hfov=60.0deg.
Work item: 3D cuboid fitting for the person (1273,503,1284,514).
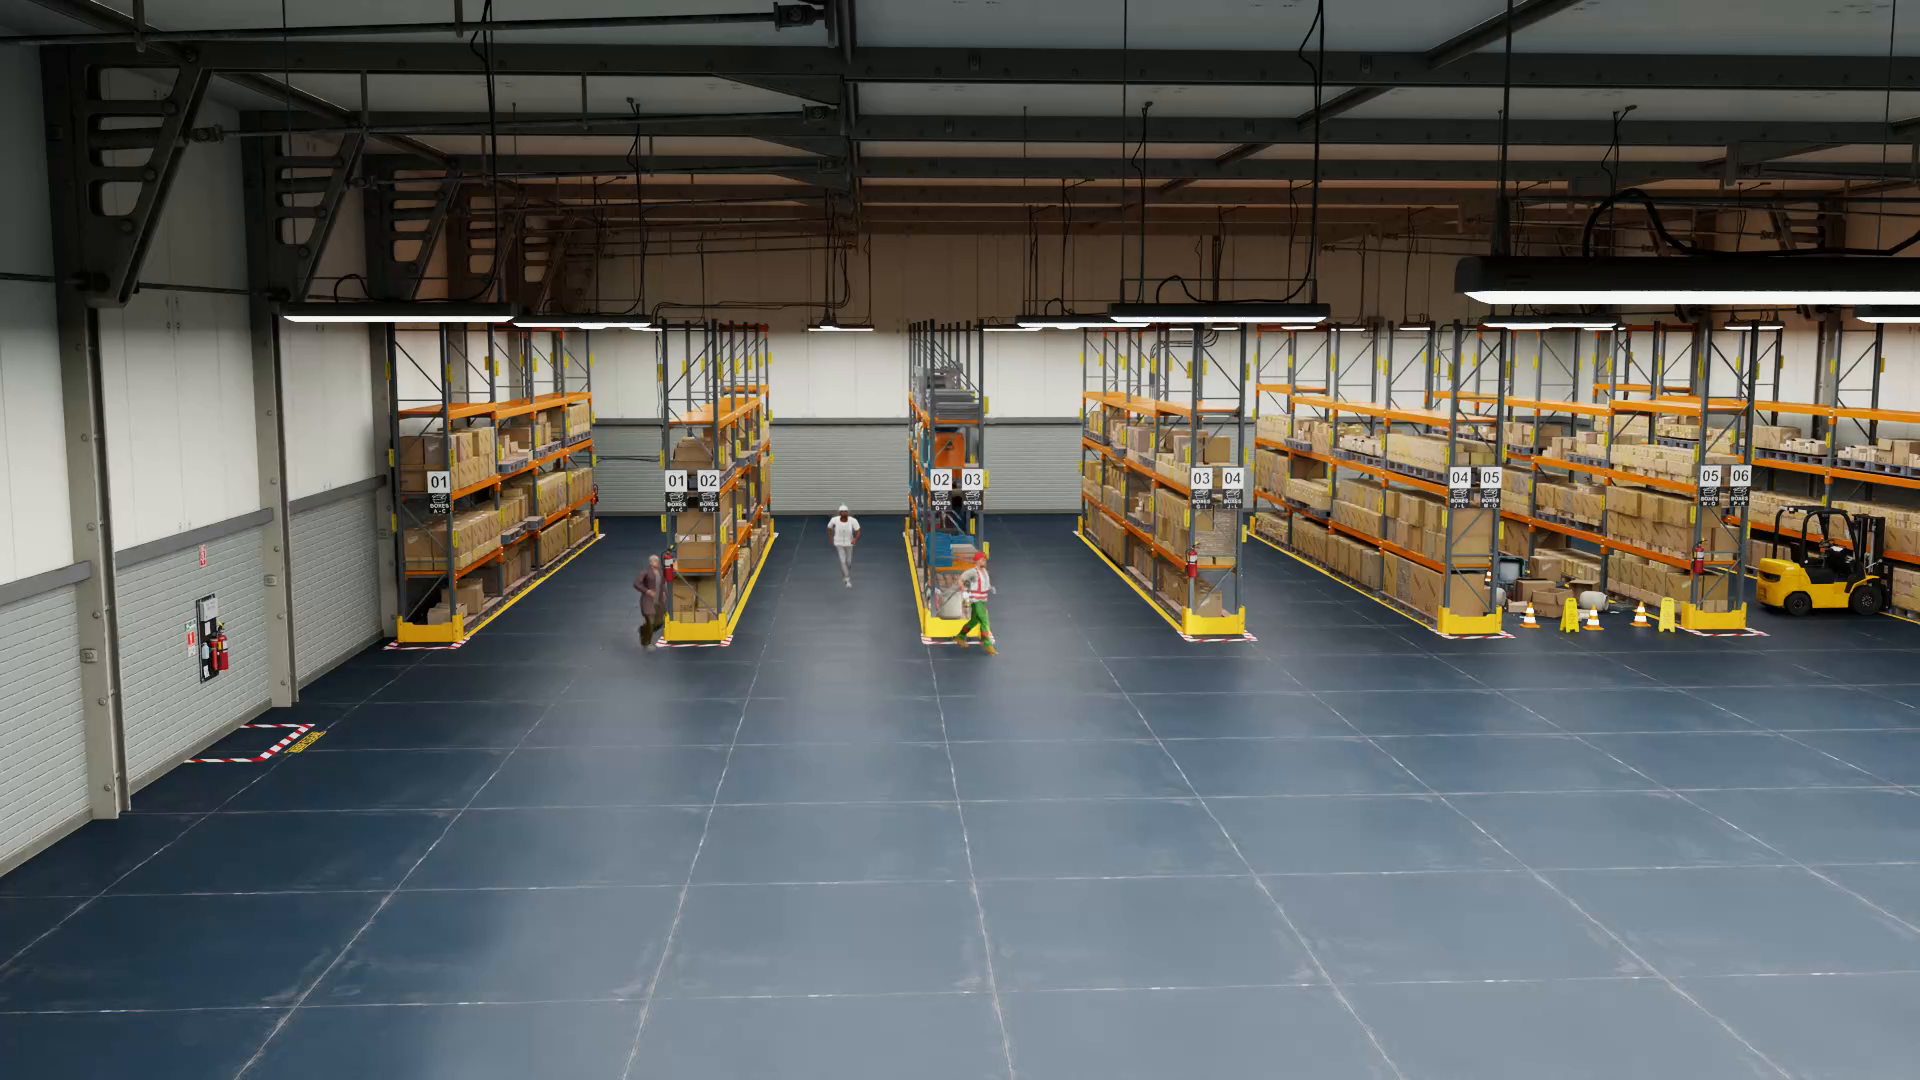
[{"bbox_3d":[9.506,-1.159,48.909,0.708,1.724,0.757,4,8,29],"label":"person"}]

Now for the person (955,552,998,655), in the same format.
[{"bbox_3d":[0.328,1.118,30.028,0.946,1.805,0.668,4,8,28],"label":"person"}]

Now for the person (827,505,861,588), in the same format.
[{"bbox_3d":[-2.511,0.117,36.131,0.726,1.764,0.823,-1,7,-8],"label":"person"}]

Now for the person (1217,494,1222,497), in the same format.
[{"bbox_3d":[7.236,-1.025,47.827,0.684,1.700,0.528,4,8,30],"label":"person"}]

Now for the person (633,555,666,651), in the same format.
[{"bbox_3d":[-5.623,1.134,30.376,0.689,1.725,0.738,6,10,42],"label":"person"}]
